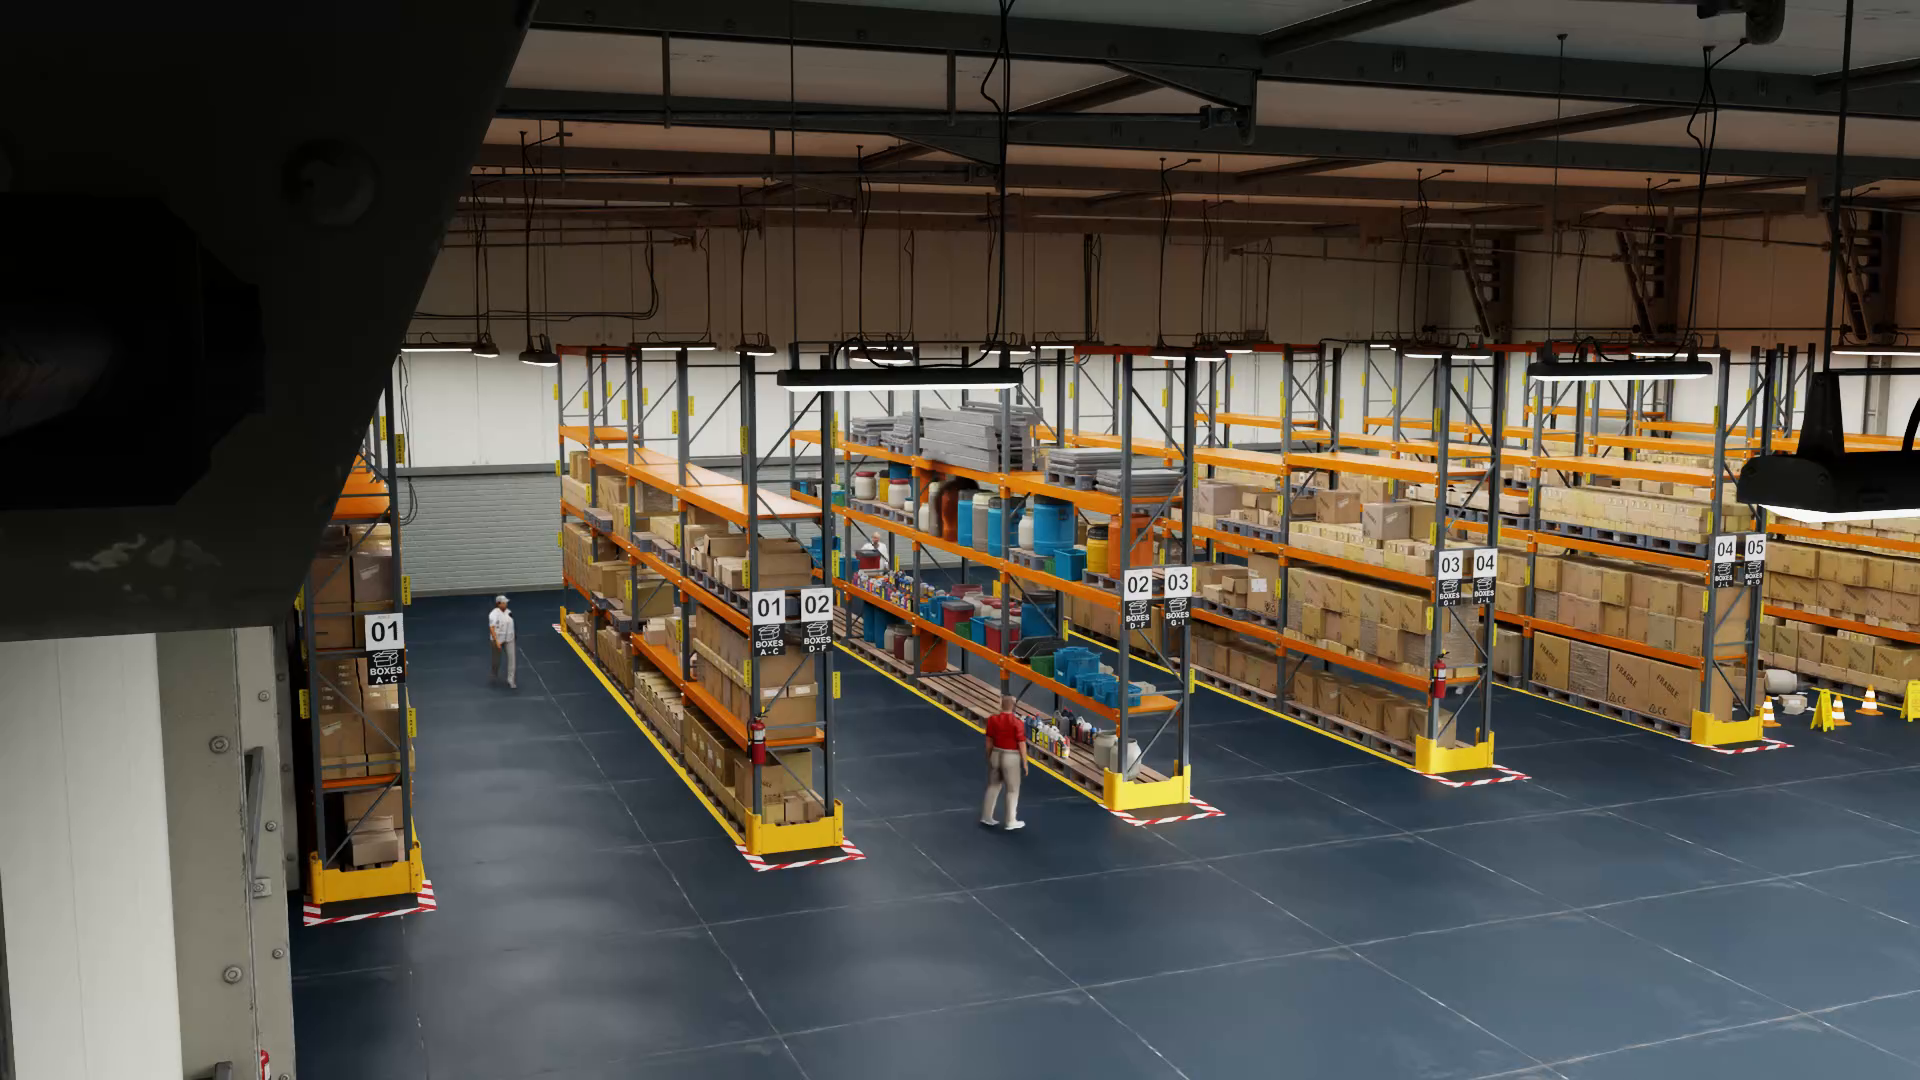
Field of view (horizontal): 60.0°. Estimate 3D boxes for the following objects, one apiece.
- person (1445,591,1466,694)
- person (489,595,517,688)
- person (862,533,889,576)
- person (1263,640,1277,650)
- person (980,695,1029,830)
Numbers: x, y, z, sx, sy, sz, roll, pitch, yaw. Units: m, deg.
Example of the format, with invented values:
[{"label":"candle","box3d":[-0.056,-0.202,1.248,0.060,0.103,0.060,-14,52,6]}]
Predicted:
[{"label":"person","box3d":[8.633,1.770,28.991,0.572,1.780,0.394,7,10,44]},{"label":"person","box3d":[-8.120,1.783,29.527,0.483,1.622,0.921,-4,8,-26]},{"label":"person","box3d":[-1.923,0.730,37.659,0.666,1.814,0.935,-3,8,-23]},{"label":"person","box3d":[6.141,1.372,32.103,0.482,1.684,1.092,-3,8,-24]},{"label":"person","box3d":[0.599,2.824,21.111,0.618,1.763,0.428,6,10,41]}]
